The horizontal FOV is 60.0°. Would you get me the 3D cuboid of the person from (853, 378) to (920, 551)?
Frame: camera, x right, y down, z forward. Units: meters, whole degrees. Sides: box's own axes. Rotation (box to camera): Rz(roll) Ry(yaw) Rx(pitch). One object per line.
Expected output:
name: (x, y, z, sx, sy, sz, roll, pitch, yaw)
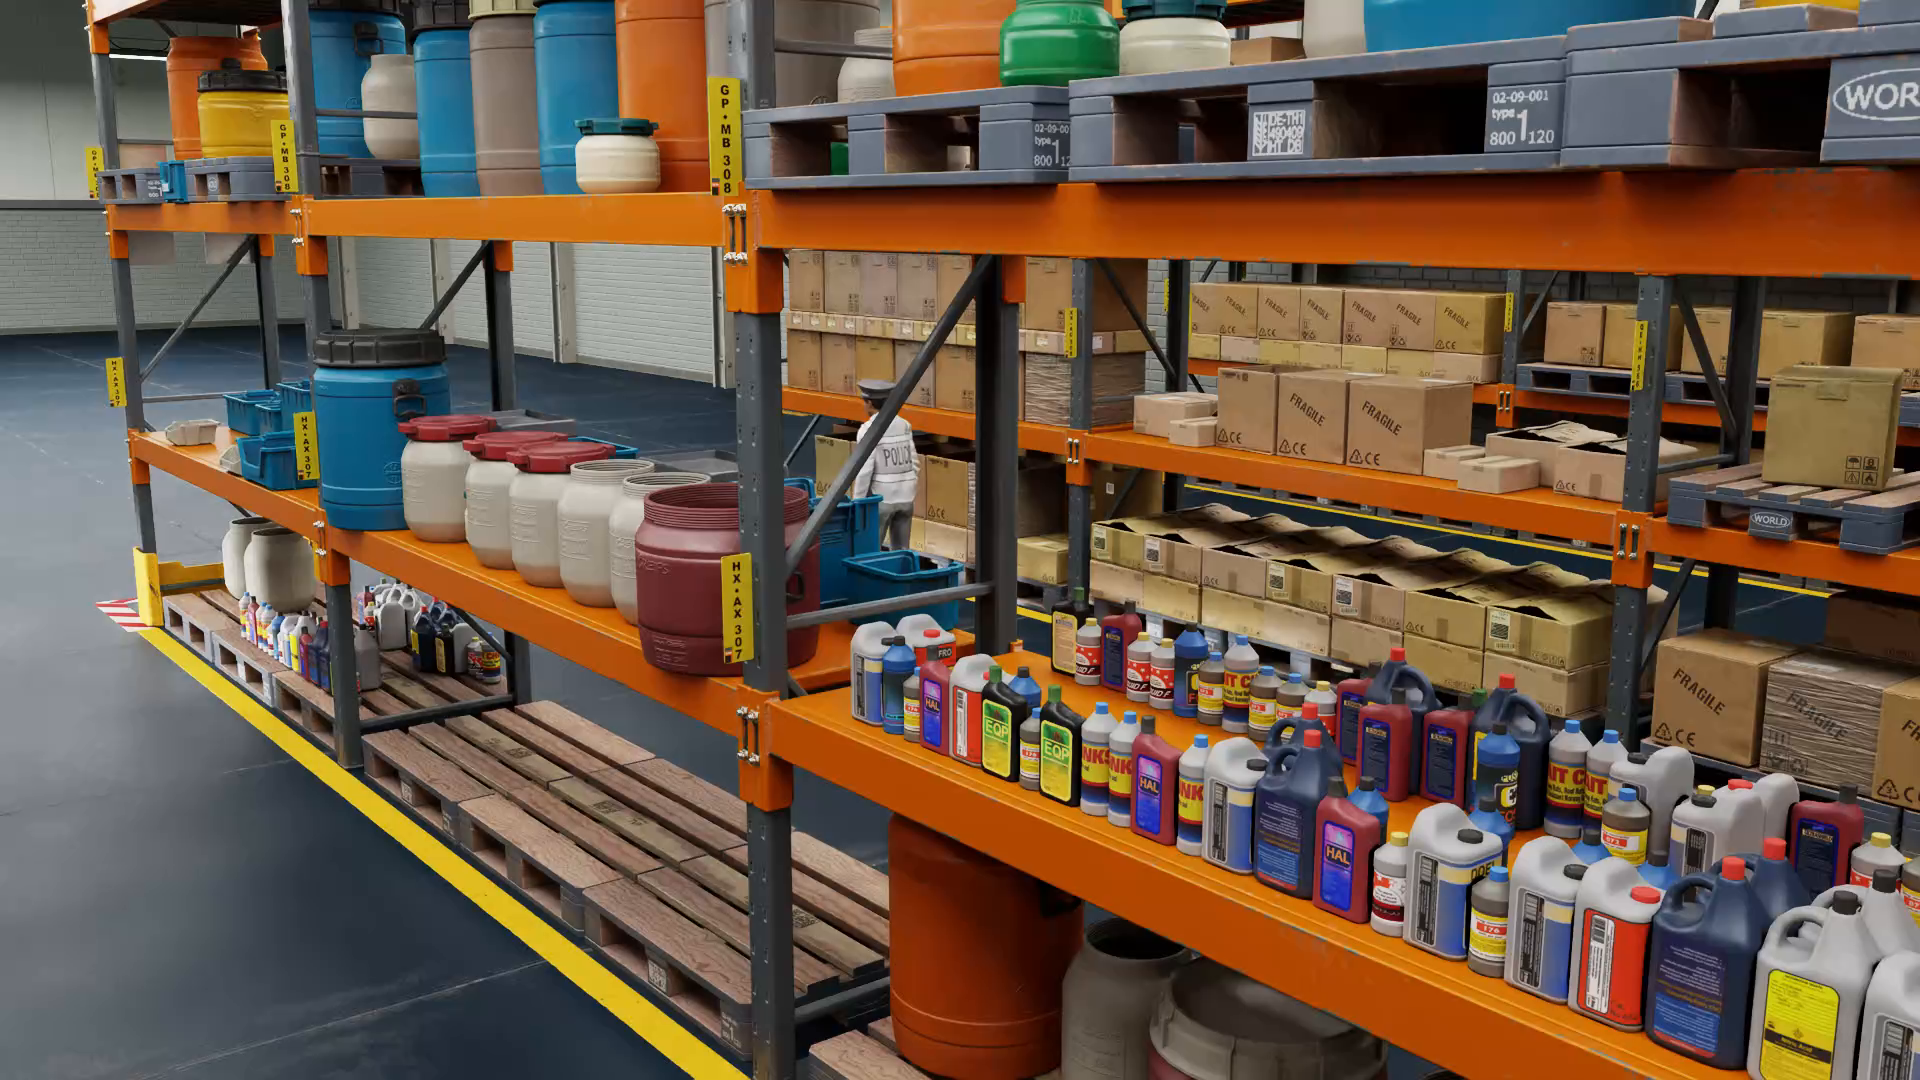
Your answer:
person: (-0.515, -0.249, 11.203, 0.544, 1.663, 0.415, -10, 15, -41)
